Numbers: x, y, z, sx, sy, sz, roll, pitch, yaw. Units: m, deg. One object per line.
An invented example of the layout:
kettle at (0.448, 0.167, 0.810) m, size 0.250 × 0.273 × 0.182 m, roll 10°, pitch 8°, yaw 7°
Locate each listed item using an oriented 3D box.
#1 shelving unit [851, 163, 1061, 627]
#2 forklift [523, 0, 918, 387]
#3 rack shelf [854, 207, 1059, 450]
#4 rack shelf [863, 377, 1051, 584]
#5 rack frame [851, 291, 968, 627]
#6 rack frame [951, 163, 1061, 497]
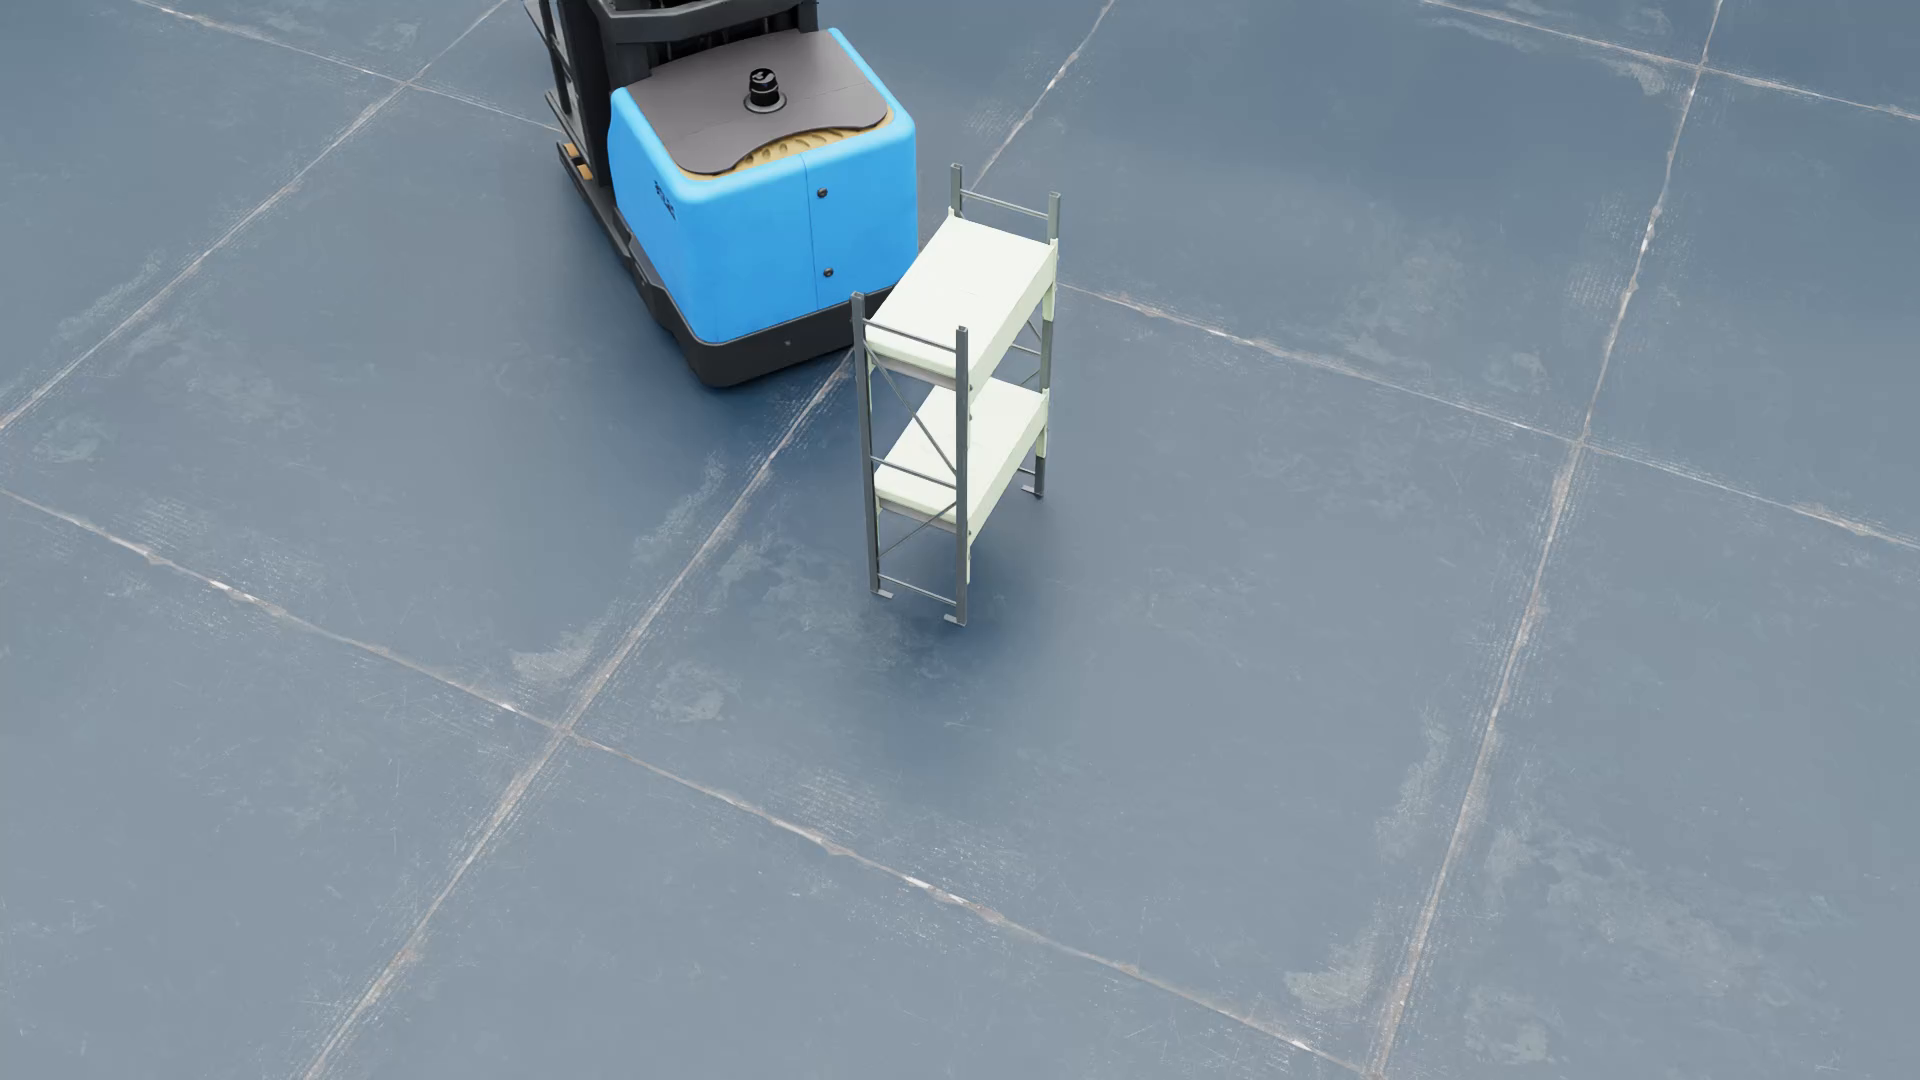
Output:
shelving unit at (-0.003, -0.481, 5.990) m, size 0.431 × 1.500 × 0.755 m, roll 20°, pitch 52°, yaw 16°
forklift at (-1.285, -2.727, 6.961) m, size 1.130 × 2.935 × 3.031 m, roll -21°, pitch 53°, yaw -17°
rack shelf at (-0.003, -0.734, 5.693) m, size 0.431 × 0.370 × 0.720 m, roll 20°, pitch 52°, yaw 16°
rack shelf at (-0.003, -0.270, 6.238) m, size 0.431 × 0.370 × 0.720 m, roll 20°, pitch 52°, yaw 16°
rack frame at (-0.159, -0.229, 5.776) m, size 0.400 × 1.500 × 0.023 m, roll 20°, pitch 52°, yaw 16°
rack frame at (0.154, -0.733, 6.204) m, size 0.400 × 1.500 × 0.023 m, roll 20°, pitch 52°, yaw 16°
